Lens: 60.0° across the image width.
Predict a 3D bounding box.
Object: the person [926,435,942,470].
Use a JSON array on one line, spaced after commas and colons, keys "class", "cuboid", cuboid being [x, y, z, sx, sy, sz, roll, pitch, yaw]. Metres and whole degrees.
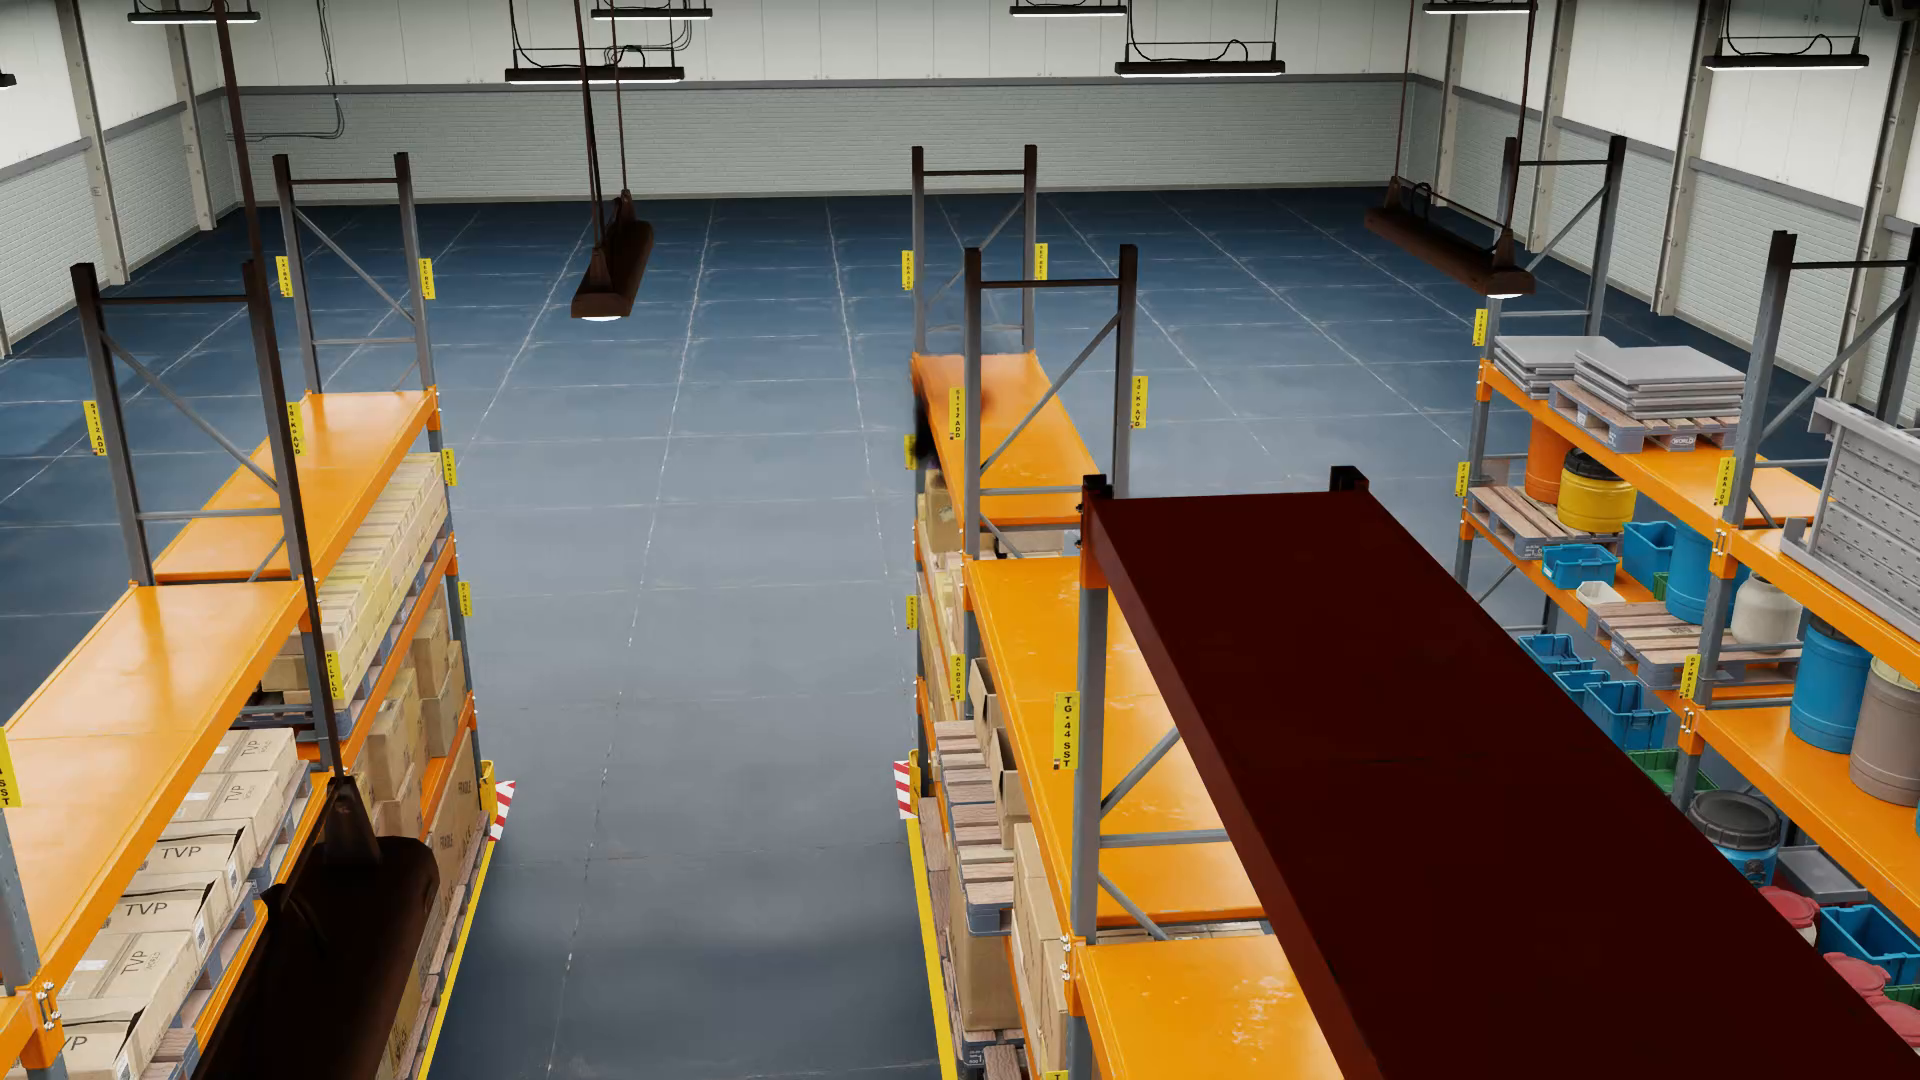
[{"class": "person", "cuboid": [-0.326, -0.959, 21.938, 0.549, 1.559, 0.522, 3, 22, 7]}]
